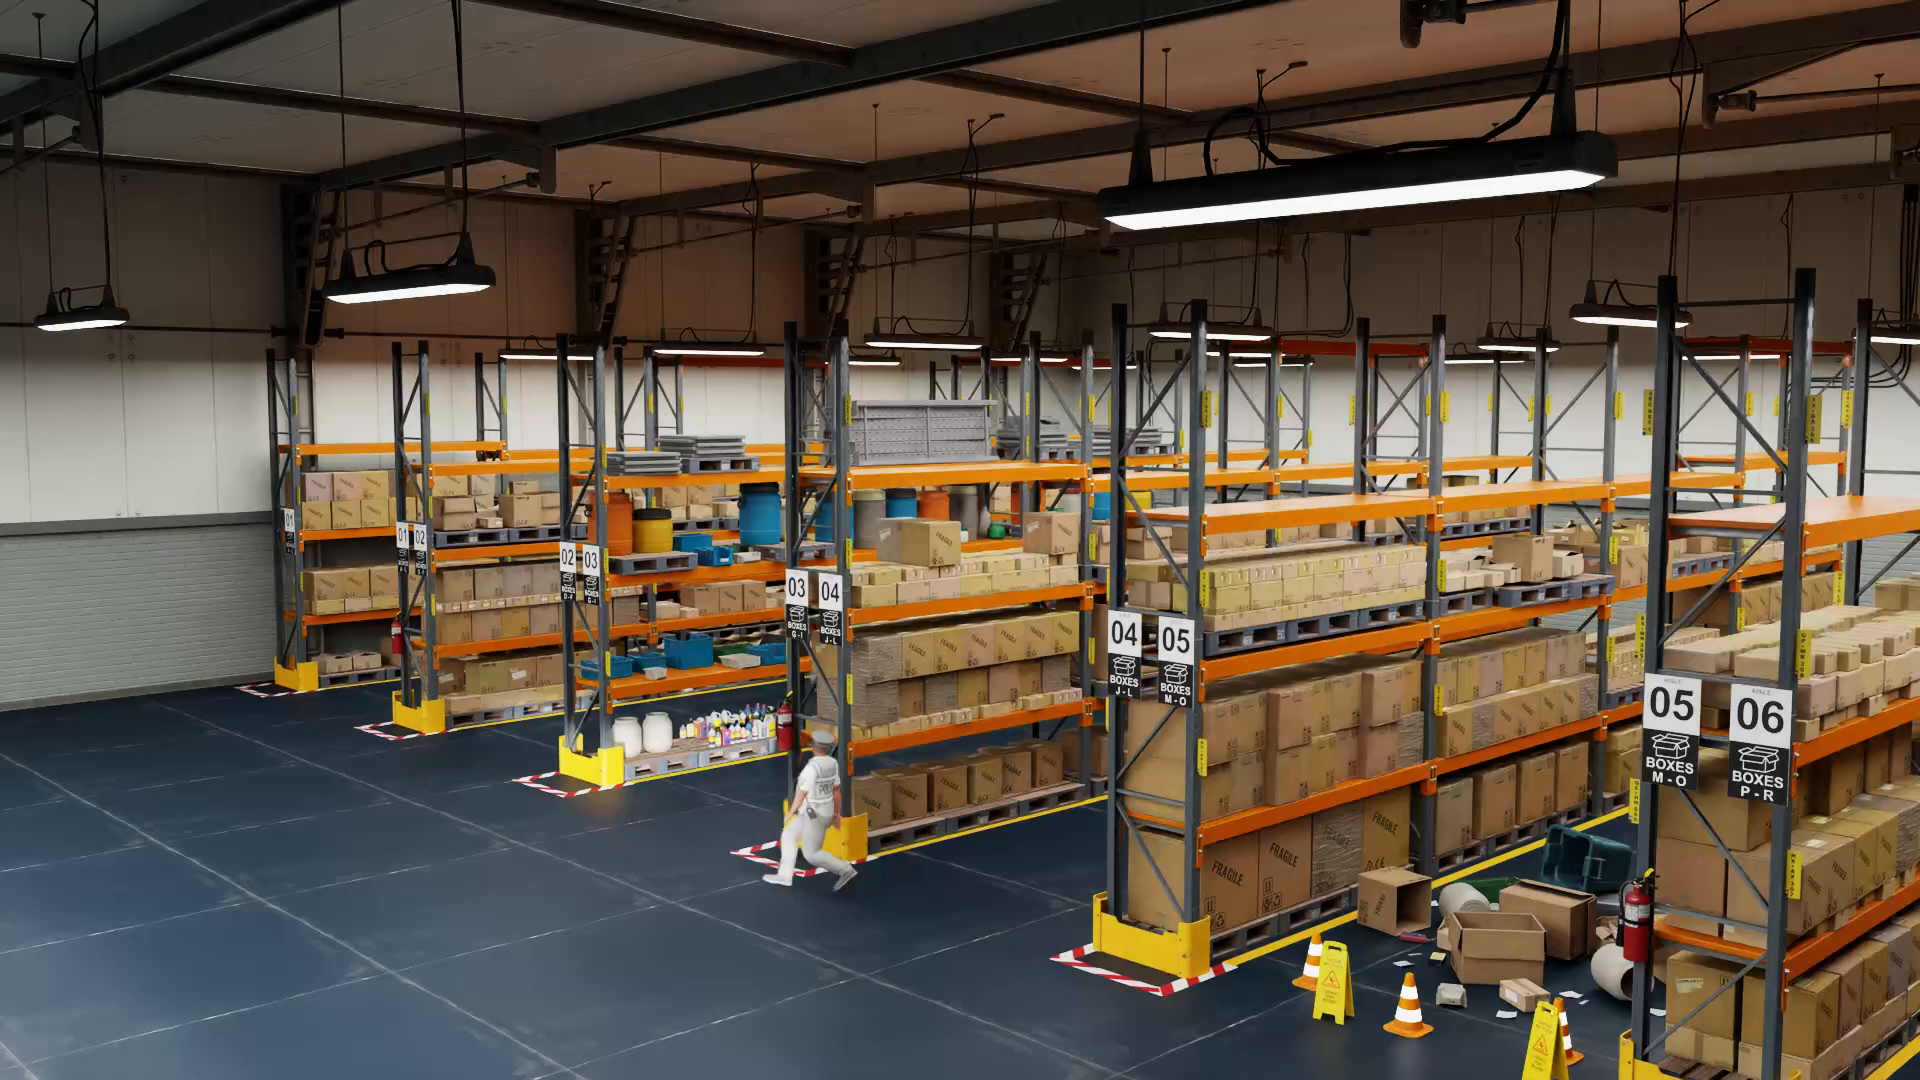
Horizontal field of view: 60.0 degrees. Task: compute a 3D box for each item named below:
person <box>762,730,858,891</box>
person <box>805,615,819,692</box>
[{"bbox_3d":[-1.593,2.830,17.414,1.004,1.673,0.482,0,5,1],"label":"person"},{"bbox_3d":[-2.589,1.756,28.837,0.610,1.768,0.569,-1,5,-6],"label":"person"}]
